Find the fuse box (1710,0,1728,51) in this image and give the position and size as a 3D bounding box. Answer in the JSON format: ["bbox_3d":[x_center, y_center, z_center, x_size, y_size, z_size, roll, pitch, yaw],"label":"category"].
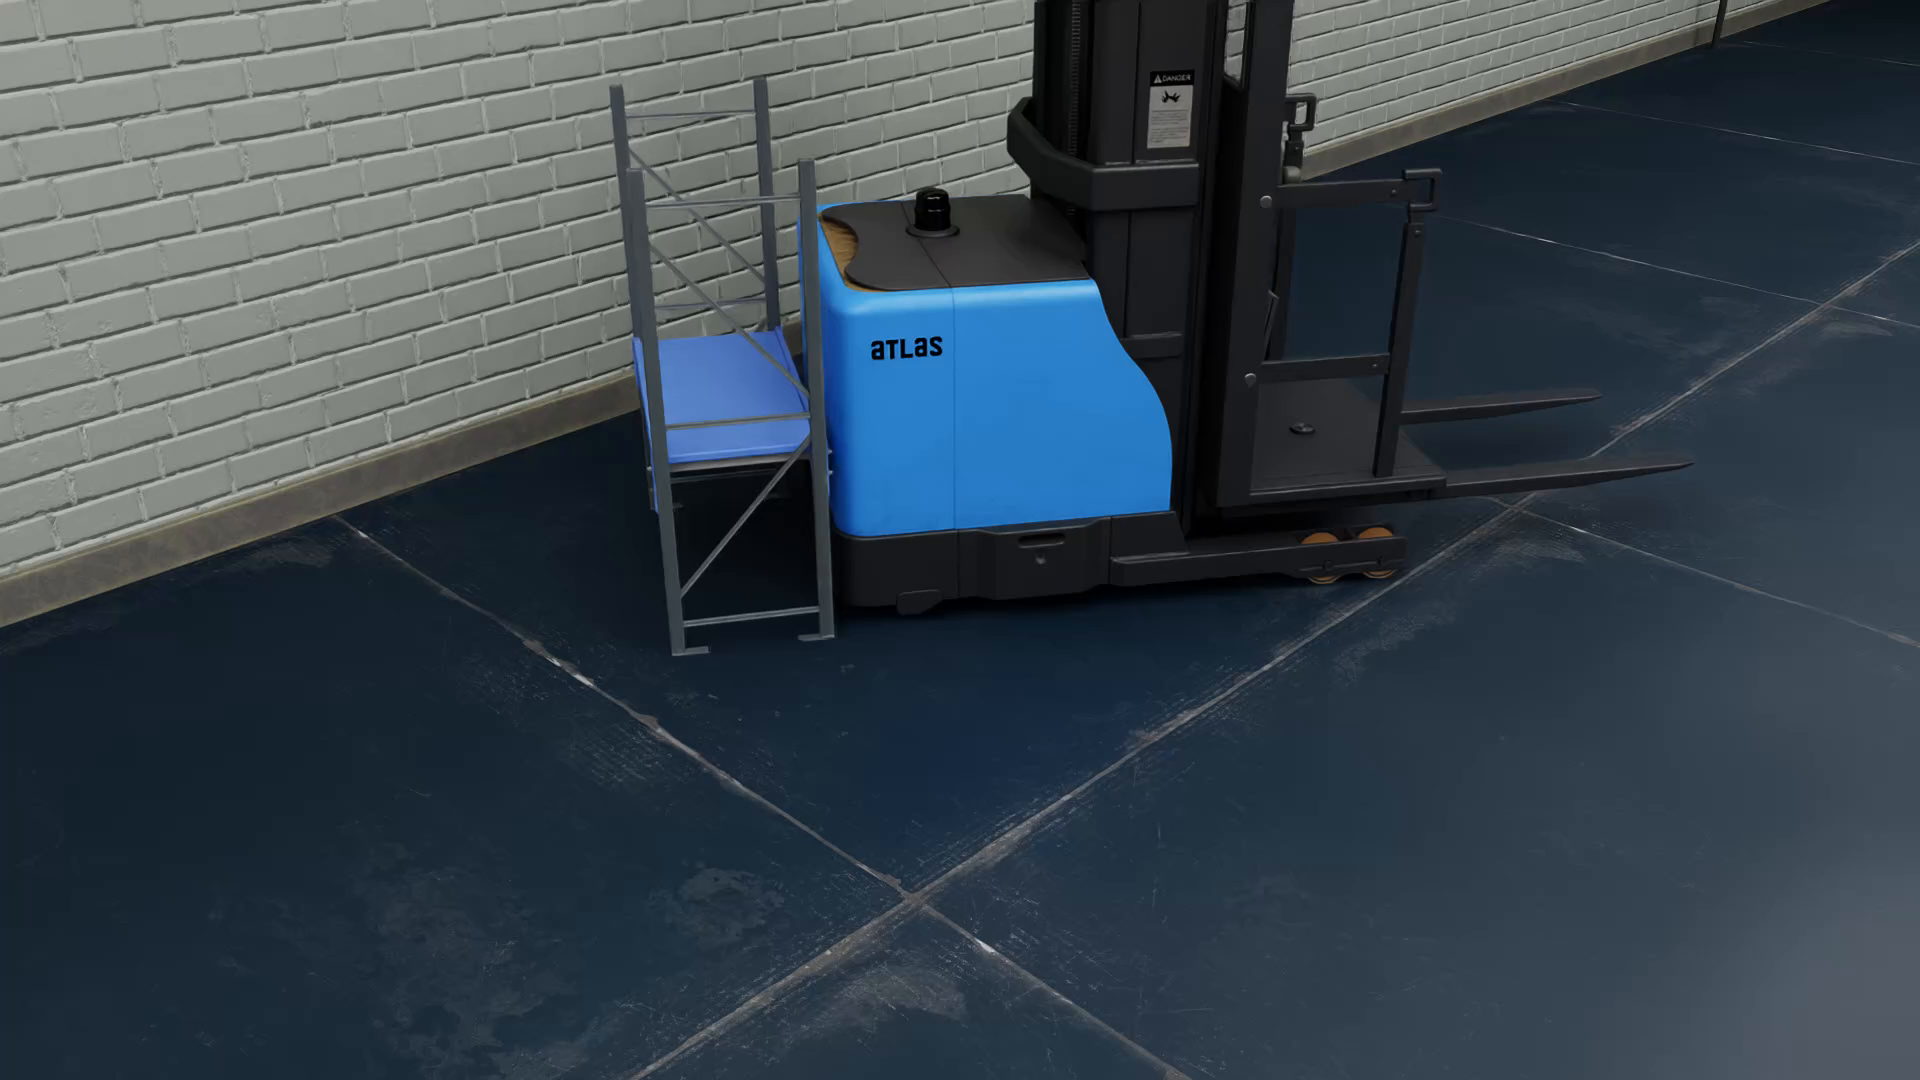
[{"bbox_3d":[5.972,-4.616,12.690,0.414,1.711,0.539,25,36,38],"label":"fuse box"}]

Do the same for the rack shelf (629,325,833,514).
[{"bbox_3d":[-0.751,-0.410,5.303,0.538,0.185,1.000,-6,28,-11],"label":"rack shelf"}]

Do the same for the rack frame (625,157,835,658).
[{"bbox_3d":[-0.637,-0.338,4.781,0.500,1.500,0.032,-6,28,-11],"label":"rack frame"}]

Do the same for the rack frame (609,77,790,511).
[{"bbox_3d":[-0.866,-0.799,5.658,0.500,1.500,0.032,-6,28,-11],"label":"rack frame"}]

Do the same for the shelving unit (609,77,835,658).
[{"bbox_3d":[-0.751,-0.569,5.220,0.538,1.500,1.048,-6,28,-11],"label":"shelving unit"}]

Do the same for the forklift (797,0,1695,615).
[{"bbox_3d":[1.010,-1.388,5.241,3.031,2.935,1.130,-5,28,-10],"label":"forklift"}]
